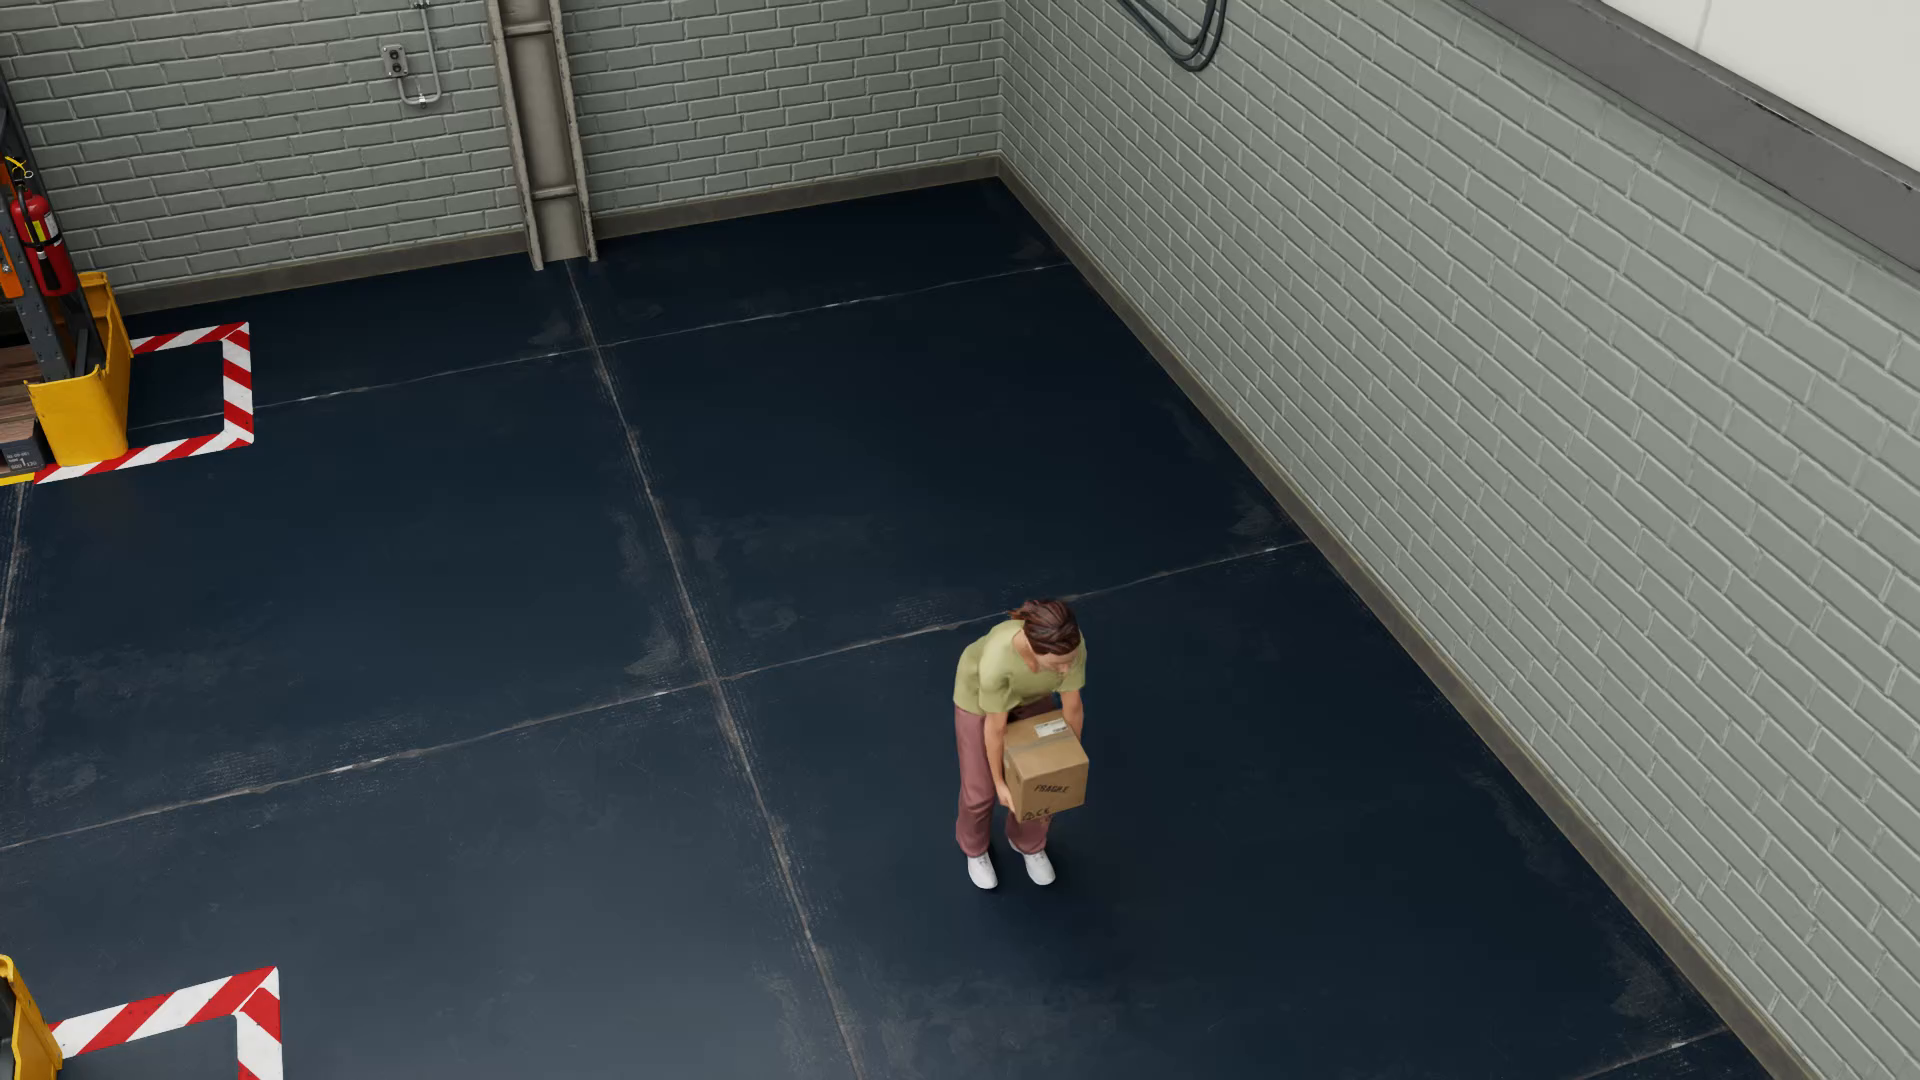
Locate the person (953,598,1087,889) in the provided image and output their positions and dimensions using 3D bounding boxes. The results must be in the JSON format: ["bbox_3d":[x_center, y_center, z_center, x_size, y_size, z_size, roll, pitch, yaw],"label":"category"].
[{"bbox_3d":[0.223,0.708,5.994,0.411,1.533,0.636,-13,40,-17],"label":"person"}]
